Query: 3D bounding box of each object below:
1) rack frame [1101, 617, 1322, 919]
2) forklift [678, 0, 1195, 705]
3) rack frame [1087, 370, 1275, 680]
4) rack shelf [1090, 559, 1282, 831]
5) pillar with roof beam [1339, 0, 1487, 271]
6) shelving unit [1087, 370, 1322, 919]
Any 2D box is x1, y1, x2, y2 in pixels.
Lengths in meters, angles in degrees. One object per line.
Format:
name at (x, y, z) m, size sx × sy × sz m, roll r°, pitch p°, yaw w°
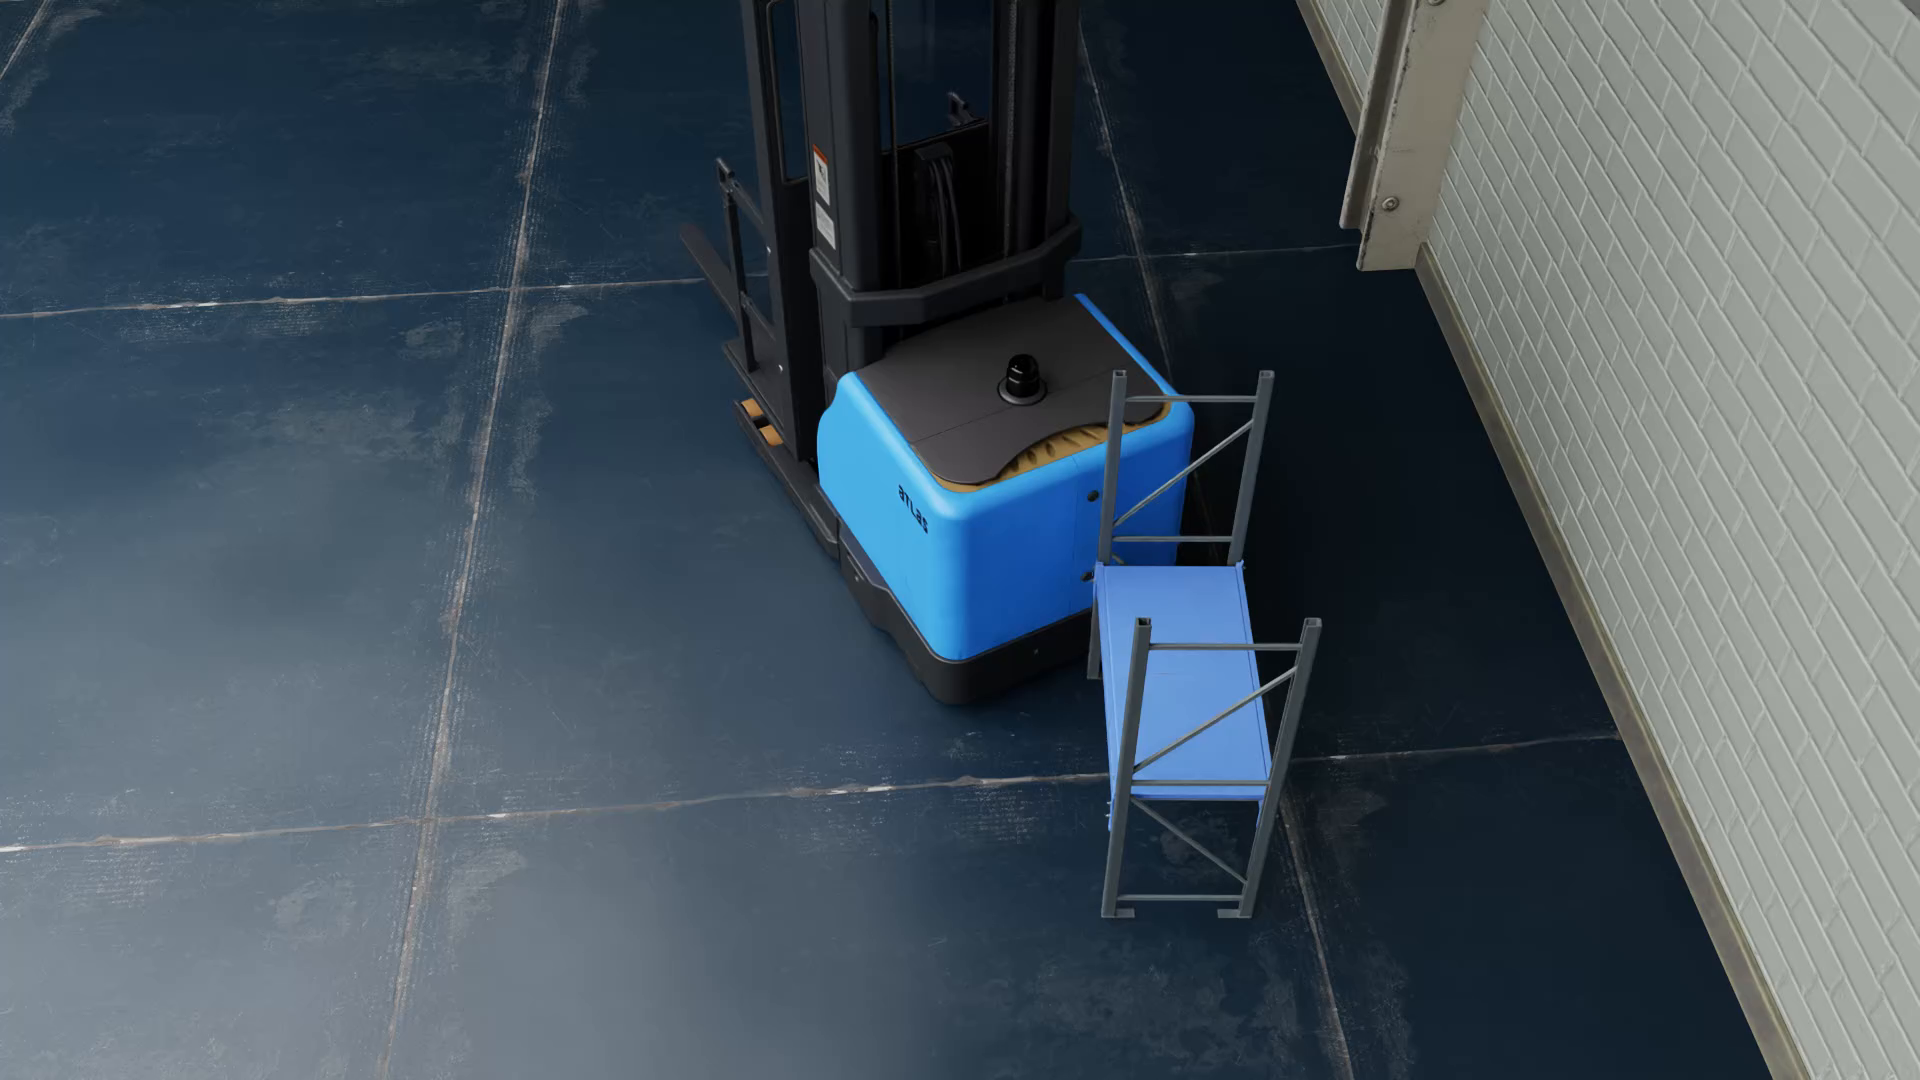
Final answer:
rack frame at (0.723, 0.737, 5.019) m, size 0.500 × 1.500 × 0.032 m, roll 0°, pitch 47°, yaw 0°
forklift at (-0.315, -1.476, 6.129) m, size 1.130 × 2.935 × 3.031 m, roll -21°, pitch 50°, yaw -19°
rack frame at (0.728, -0.002, 5.719) m, size 0.500 × 1.500 × 0.032 m, roll 0°, pitch 47°, yaw 0°
rack shelf at (0.726, 0.491, 5.500) m, size 0.538 × 0.185 × 1.000 m, roll 0°, pitch 47°, yaw 0°
pillar with roof beam at (-2.242, -4.275, 4.601) m, size 9.100 × 9.000 × 0.400 m, roll -3°, pitch 47°, yaw -3°
shelving unit at (0.726, 0.367, 5.369) m, size 0.538 × 1.500 × 1.048 m, roll 0°, pitch 47°, yaw 0°
